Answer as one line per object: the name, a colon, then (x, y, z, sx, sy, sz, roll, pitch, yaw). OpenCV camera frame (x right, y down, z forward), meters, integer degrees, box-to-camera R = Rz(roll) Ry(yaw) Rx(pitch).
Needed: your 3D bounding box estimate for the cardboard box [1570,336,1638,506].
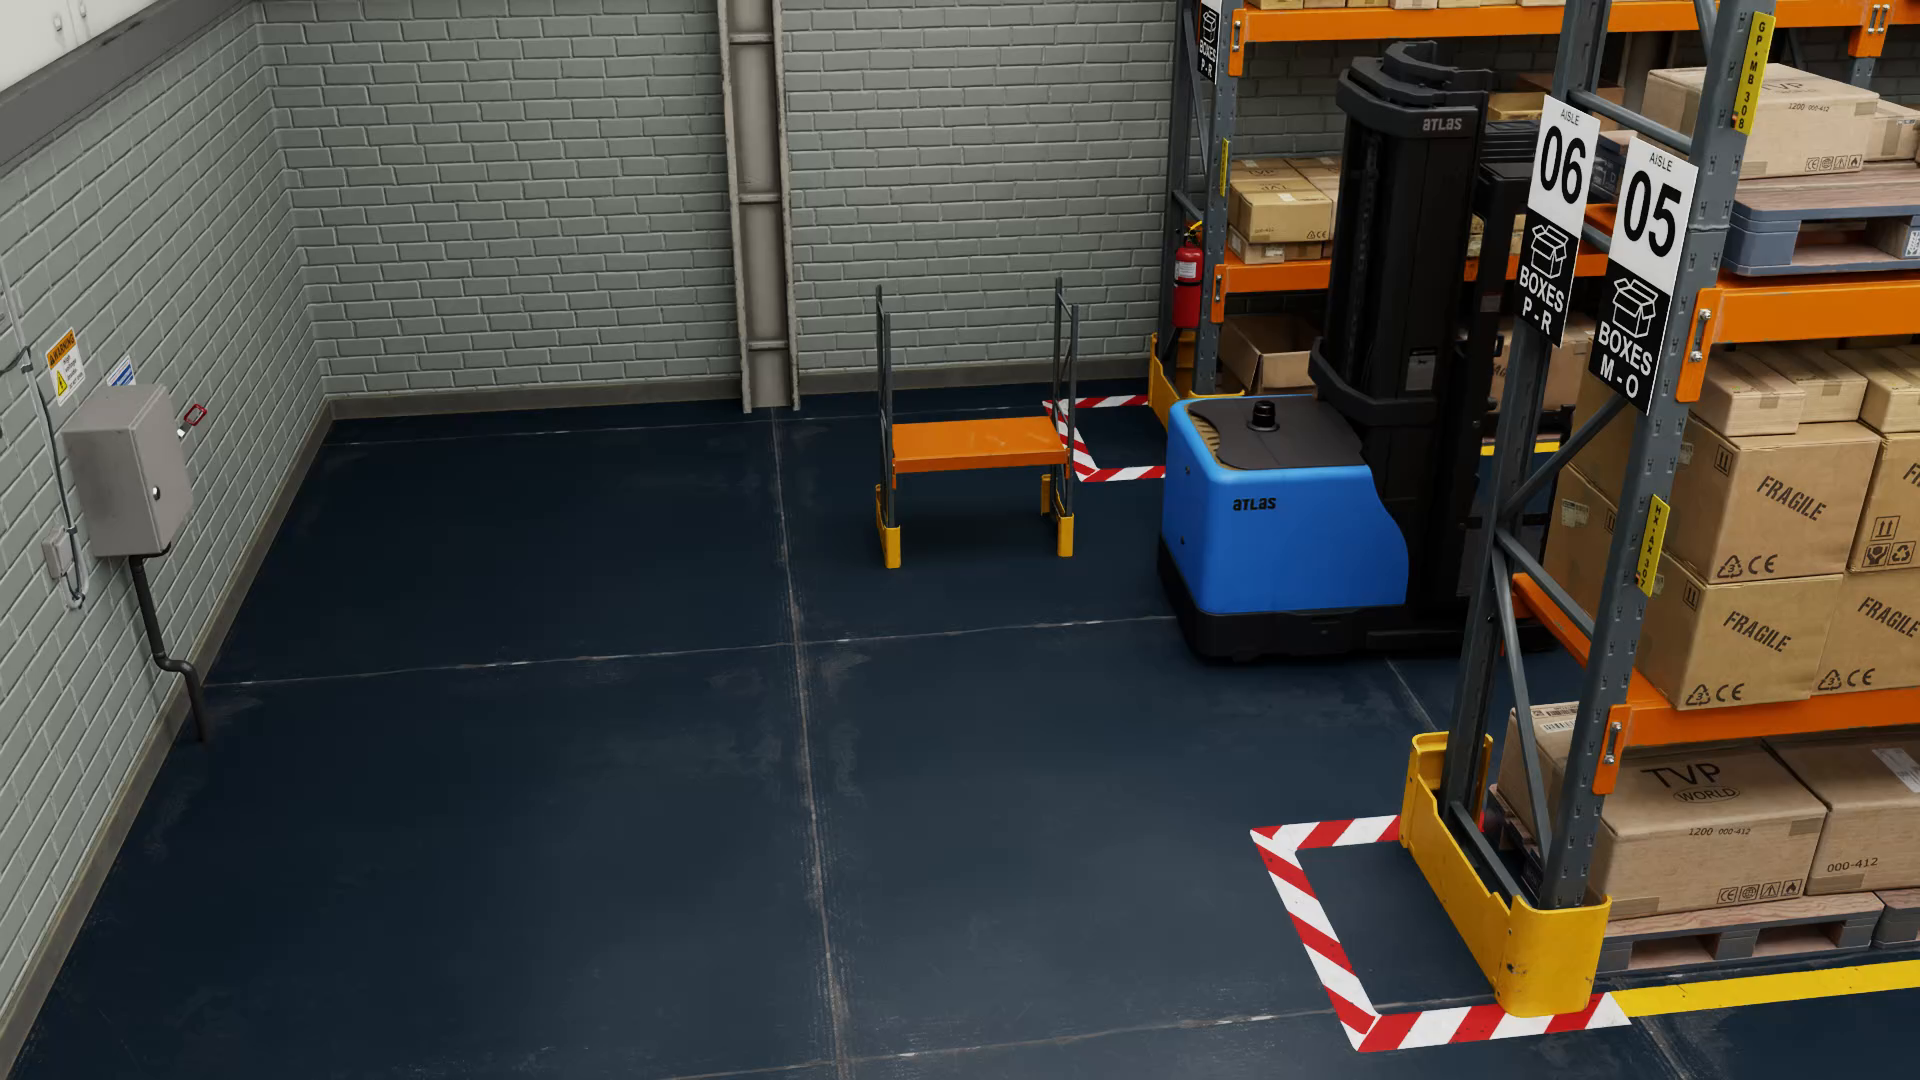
cardboard box: (2.615, -0.439, 6.115, 0.500, 0.500, 0.500, -3, 27, -5)

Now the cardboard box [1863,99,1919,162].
cardboard box: (3.008, -1.398, 5.608, 0.250, 0.149, 0.380, -6, 28, -11)

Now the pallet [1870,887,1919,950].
pallet: (4.158, 1.267, 7.050, 1.213, 0.211, 1.003, -4, 27, -7)

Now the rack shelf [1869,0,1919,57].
rack shelf: (7.418, -3.451, 10.693, 4.000, 0.370, 1.077, -4, 27, -7)

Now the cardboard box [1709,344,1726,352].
cardboard box: (2.499, -0.703, 5.918, 0.250, 0.149, 0.380, -3, 27, -6)

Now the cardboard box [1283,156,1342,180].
cardboard box: (2.405, -2.302, 10.789, 0.500, 0.250, 0.500, -4, 27, -7)

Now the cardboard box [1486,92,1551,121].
cardboard box: (3.448, -2.457, 10.270, 0.500, 0.500, 0.500, -3, 27, -6)

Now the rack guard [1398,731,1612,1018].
rack guard: (2.147, 1.302, 6.664, 0.348, 0.500, 1.175, -4, 27, -7)

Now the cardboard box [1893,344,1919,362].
cardboard box: (3.342, -0.525, 5.573, 0.250, 0.149, 0.380, -5, 28, -9)

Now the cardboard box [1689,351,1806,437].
cardboard box: (2.561, -0.487, 5.498, 0.250, 0.149, 0.380, -3, 27, -6)

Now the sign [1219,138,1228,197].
sign: (1.552, -2.195, 9.794, 0.005, 0.325, 0.100, -4, 27, -7)

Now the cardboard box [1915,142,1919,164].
cardboard box: (3.281, -1.231, 5.283, 0.250, 0.149, 0.380, -3, 27, -5)

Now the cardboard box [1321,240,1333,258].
cardboard box: (2.341, -1.910, 10.461, 0.250, 0.149, 0.380, -4, 27, -8)

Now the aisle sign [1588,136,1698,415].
aisle sign: (2.140, -0.832, 5.239, 0.004, 0.787, 0.394, -4, 27, -7)

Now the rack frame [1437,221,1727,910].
rack frame: (2.171, 0.189, 6.097, 0.127, 3.000, 1.000, -4, 27, -7)

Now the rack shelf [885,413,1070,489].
rack shelf: (0.084, -0.513, 9.500, 1.000, 0.185, 0.538, -4, 27, -7)

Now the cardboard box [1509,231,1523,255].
cardboard box: (3.380, -1.926, 10.492, 0.250, 0.149, 0.380, -3, 27, -6)

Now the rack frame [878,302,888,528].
rack frame: (-0.419, -0.641, 9.357, 0.013, 1.308, 0.475, -4, 27, -7)

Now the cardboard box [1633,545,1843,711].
cardboard box: (2.687, 0.243, 5.880, 0.500, 0.500, 0.500, -4, 27, -8)

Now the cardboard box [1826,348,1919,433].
cardboard box: (3.084, -0.500, 5.524, 0.250, 0.149, 0.380, -3, 27, -6)

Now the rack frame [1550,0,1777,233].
rack frame: (2.171, -2.481, 4.727, 0.127, 3.000, 1.000, -4, 27, -7)

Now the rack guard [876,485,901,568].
rack guard: (-0.418, -0.084, 9.641, 0.087, 0.250, 0.587, -4, 27, -7)

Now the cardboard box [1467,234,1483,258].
cardboard box: (3.122, -1.900, 10.442, 0.250, 0.149, 0.380, -4, 27, -9)

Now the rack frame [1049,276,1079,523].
rack frame: (0.588, -0.705, 9.481, 0.032, 1.500, 0.500, -4, 27, -7)

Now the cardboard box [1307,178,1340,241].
cardboard box: (2.462, -2.060, 10.317, 0.500, 0.250, 0.500, -3, 27, -7)

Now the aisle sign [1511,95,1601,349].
aisle sign: (2.057, -1.104, 5.767, 0.004, 0.787, 0.394, -4, 27, -7)

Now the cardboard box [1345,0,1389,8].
cardboard box: (2.336, -3.230, 9.749, 0.250, 0.149, 0.380, -4, 27, -7)

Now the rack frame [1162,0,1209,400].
rack frame: (1.476, -2.054, 10.466, 0.053, 2.616, 0.949, -4, 27, -7)

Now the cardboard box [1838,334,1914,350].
cardboard box: (3.246, -0.782, 6.072, 0.250, 0.149, 0.380, -3, 27, -6)

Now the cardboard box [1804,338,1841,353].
cardboard box: (2.991, -0.784, 6.077, 0.250, 0.149, 0.380, -4, 27, -8)

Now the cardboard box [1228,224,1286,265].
cardboard box: (1.840, -1.840, 10.326, 0.250, 0.149, 0.380, -4, 27, -8)

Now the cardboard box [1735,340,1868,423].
cardboard box: (2.811, -0.536, 5.593, 0.250, 0.149, 0.380, -3, 27, -6)

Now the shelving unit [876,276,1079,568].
shelving unit: (0.075, -0.672, 9.417, 1.083, 1.500, 0.587, -4, 27, -7)

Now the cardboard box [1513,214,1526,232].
cardboard box: (3.467, -2.136, 10.465, 0.500, 0.250, 0.500, -4, 27, -8)

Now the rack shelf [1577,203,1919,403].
rack shelf: (4.152, -0.953, 5.824, 4.000, 0.370, 1.077, -4, 27, -7)

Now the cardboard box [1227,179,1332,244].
cardboard box: (1.963, -2.028, 10.255, 0.500, 0.250, 0.500, -4, 27, -7)

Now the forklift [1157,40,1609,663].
forklift: (2.650, -0.957, 8.405, 3.031, 2.935, 1.130, -3, 27, -6)

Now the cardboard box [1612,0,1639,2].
cardboard box: (3.851, -3.312, 9.909, 0.250, 0.149, 0.380, -3, 27, -7)

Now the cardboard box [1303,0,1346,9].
cardboard box: (2.080, -3.222, 9.732, 0.250, 0.149, 0.380, -3, 27, -6)

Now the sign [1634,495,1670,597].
sign: (2.243, 0.019, 5.391, 0.005, 0.325, 0.100, -4, 27, -7)

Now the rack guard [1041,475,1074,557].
rack guard: (0.569, -0.148, 9.764, 0.087, 0.250, 0.587, -4, 27, -7)

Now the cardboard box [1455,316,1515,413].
cardboard box: (3.484, -1.151, 10.986, 0.500, 0.500, 0.500, -3, 27, -6)

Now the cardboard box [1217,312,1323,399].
cardboard box: (2.095, -1.127, 10.936, 0.637, 0.503, 0.797, -5, 28, -9)

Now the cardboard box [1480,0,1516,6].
cardboard box: (3.092, -3.263, 9.813, 0.250, 0.149, 0.380, -4, 27, -8)

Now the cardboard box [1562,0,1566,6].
cardboard box: (3.602, -3.265, 9.816, 0.250, 0.149, 0.380, -3, 27, -6)

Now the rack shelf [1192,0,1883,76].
rack shelf: (3.457, -3.197, 10.197, 4.000, 0.370, 1.077, -4, 27, -7)

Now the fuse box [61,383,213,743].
fuse box: (-3.557, 0.172, 7.540, 0.414, 1.711, 0.539, -4, 27, -7)

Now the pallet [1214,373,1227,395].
pallet: (2.341, -0.870, 11.215, 1.213, 0.211, 1.003, -4, 27, -7)

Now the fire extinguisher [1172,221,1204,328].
fire extinguisher: (1.395, -1.636, 10.147, 0.183, 0.674, 0.296, -4, 27, -7)

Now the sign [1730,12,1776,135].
sign: (2.243, -1.319, 4.705, 0.005, 0.325, 0.100, -4, 27, -7)

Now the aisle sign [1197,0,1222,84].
aisle sign: (1.449, -3.075, 9.609, 0.004, 0.787, 0.394, -4, 27, -7)

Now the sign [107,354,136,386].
sign: (-3.831, -0.569, 7.677, 0.001, 0.494, 0.329, -4, 27, -7)

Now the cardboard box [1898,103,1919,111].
cardboard box: (6.460, -2.503, 10.774, 0.500, 0.500, 0.700, -3, 27, -7)
